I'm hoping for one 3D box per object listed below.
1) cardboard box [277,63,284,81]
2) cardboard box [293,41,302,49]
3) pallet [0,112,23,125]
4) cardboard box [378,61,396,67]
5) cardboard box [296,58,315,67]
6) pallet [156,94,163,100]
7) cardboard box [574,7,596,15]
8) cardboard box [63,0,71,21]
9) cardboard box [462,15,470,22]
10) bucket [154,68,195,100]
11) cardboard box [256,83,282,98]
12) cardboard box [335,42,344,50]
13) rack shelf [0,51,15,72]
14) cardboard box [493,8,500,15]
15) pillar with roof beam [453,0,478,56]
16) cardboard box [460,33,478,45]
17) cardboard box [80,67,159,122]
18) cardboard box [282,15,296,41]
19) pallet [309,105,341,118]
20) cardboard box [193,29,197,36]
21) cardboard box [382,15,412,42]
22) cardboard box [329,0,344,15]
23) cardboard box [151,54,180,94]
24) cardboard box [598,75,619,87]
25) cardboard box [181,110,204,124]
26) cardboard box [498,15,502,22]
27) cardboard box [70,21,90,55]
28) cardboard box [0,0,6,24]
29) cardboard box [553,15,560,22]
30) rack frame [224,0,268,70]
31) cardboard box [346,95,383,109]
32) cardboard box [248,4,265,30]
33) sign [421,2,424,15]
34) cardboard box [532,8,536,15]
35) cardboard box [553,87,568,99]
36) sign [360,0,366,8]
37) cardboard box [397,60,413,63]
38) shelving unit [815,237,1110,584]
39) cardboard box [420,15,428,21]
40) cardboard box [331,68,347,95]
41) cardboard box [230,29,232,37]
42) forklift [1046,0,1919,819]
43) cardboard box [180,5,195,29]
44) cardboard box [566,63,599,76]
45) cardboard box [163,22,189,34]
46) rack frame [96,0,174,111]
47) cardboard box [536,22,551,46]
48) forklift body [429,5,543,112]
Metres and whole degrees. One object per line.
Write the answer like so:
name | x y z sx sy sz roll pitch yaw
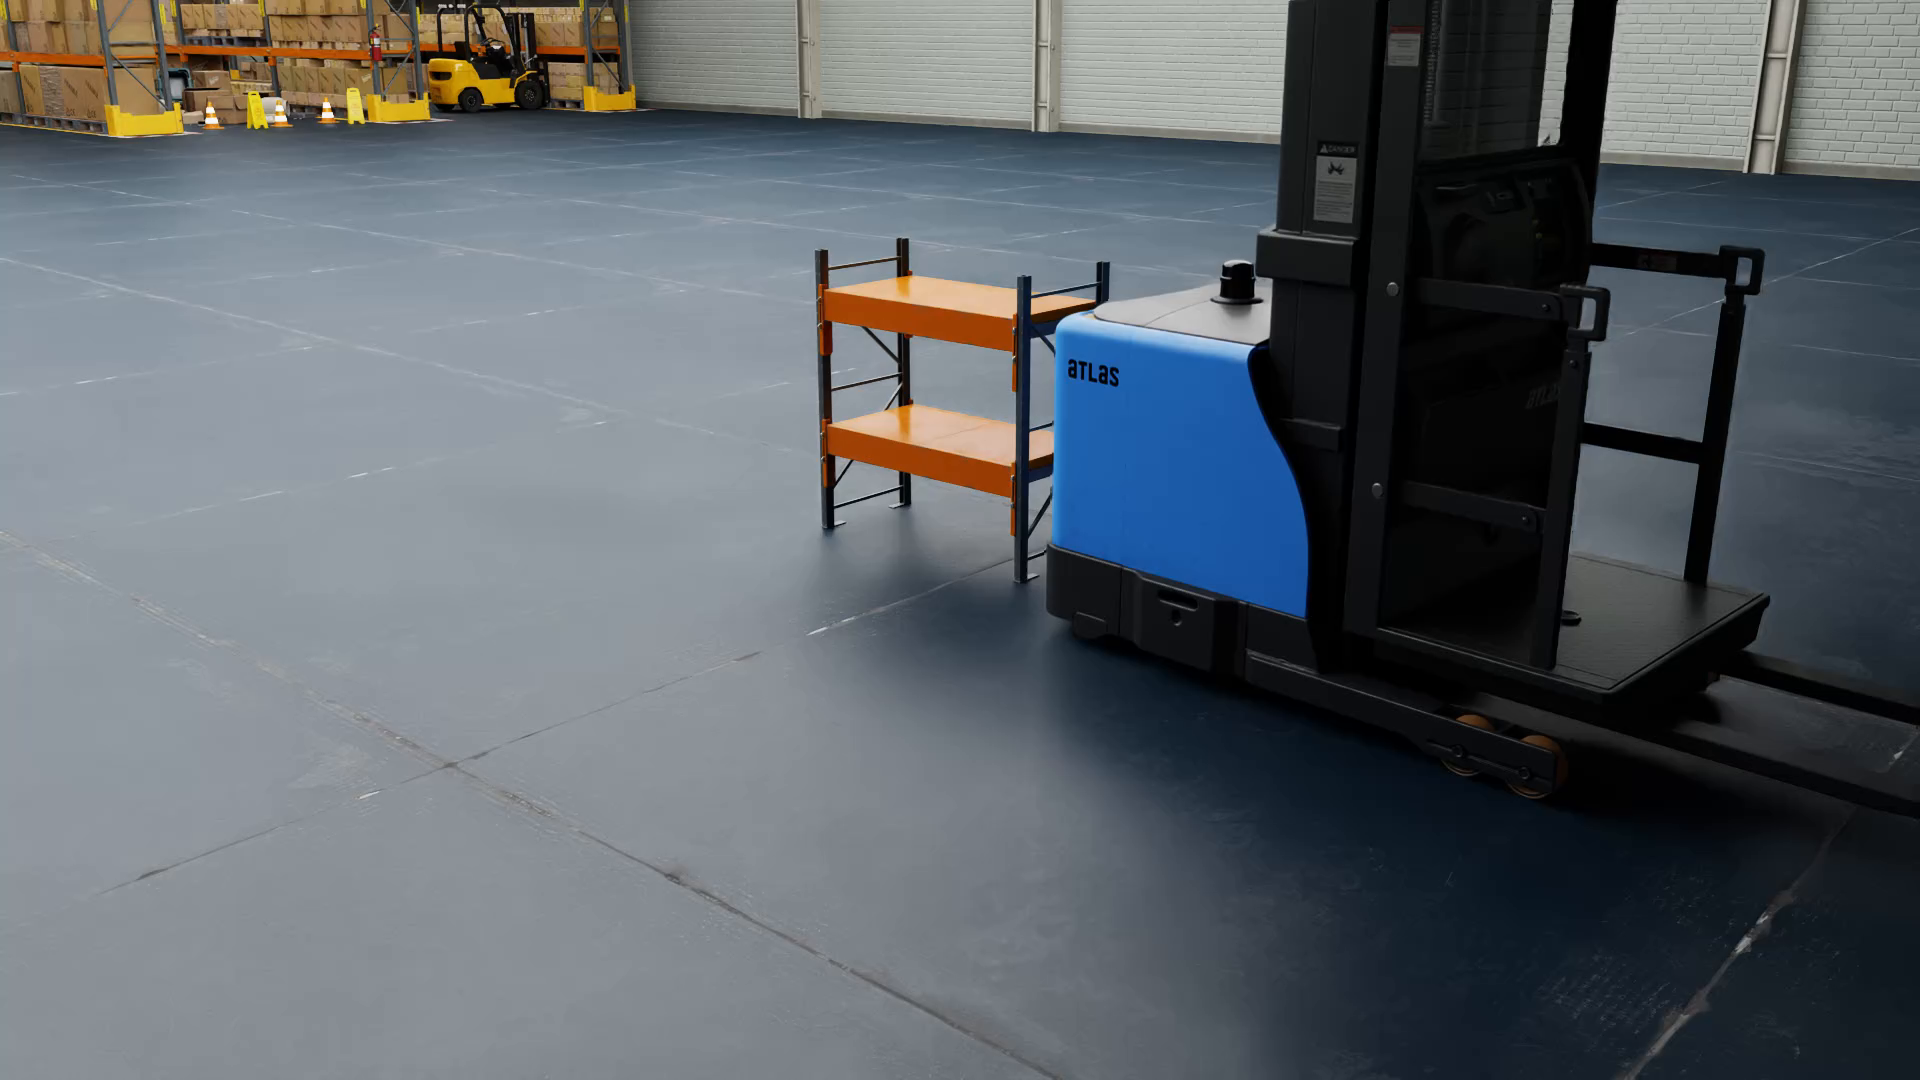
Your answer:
cardboard box | -17.726 -12.391 44.135 0.500 0.500 0.700 14 22 37
cardboard box | -13.200 -9.984 33.527 0.250 0.149 0.380 16 24 41
pallet | -17.664 -8.051 31.631 1.213 0.211 1.003 15 23 39
cardboard box | -14.064 -11.669 40.788 0.250 0.149 0.380 14 22 37
cardboard box | -13.126 -9.618 33.497 0.250 0.149 0.380 16 24 41
pallet | -18.267 -10.277 38.644 1.213 0.211 1.003 15 23 39
cardboard box | -7.951 -11.226 35.296 0.250 0.149 0.380 15 23 39
cardboard box | -15.098 -9.341 29.054 0.550 0.550 0.875 15 23 39
cardboard box | -11.143 -11.929 38.003 0.250 0.149 0.380 15 23 38
bucket | -15.405 -8.901 32.597 0.726 0.611 0.620 -9 10 -27
cardboard box | -14.221 -9.435 35.032 0.625 0.372 0.950 15 23 40
cardboard box | -11.910 -9.613 32.359 0.250 0.149 0.380 16 23 40
rack shelf | -18.533 -9.301 32.149 4.000 0.370 1.077 15 23 39
cardboard box | -10.226 -11.846 37.249 0.250 0.149 0.380 15 23 40
pillar with roof beam | -14.811 -14.137 36.280 0.400 9.000 9.100 15 23 39
cardboard box | -11.085 -11.477 38.064 0.500 0.250 0.500 16 23 40
cardboard box | -14.596 -7.748 28.884 0.875 0.875 0.875 15 23 40
cardboard box | -13.292 -10.325 33.529 0.500 0.500 0.500 15 23 39
pallet | -12.384 -8.681 33.618 1.213 0.211 1.003 15 23 39
cardboard box | -16.510 -11.094 36.332 0.250 0.149 0.380 13 22 36
cardboard box | -11.005 -9.927 32.274 0.500 0.500 0.500 15 23 38
cardboard box | -11.736 -10.402 32.119 0.500 0.500 0.700 15 23 40
cardboard box | -17.944 -10.710 38.220 0.875 0.875 0.875 15 23 40
cardboard box | -7.757 -9.972 36.100 0.500 0.250 0.500 16 23 40
cardboard box | -14.529 -8.011 31.414 0.396 0.266 0.258 -13 22 -36
cardboard box | -10.063 -11.642 37.098 0.250 0.149 0.380 15 23 39
cardboard box | -14.779 -8.680 28.756 0.550 0.550 0.875 15 23 39
cardboard box | -17.412 -9.865 30.918 0.500 0.500 0.700 15 23 38
cardboard box | -8.531 -11.229 35.797 0.250 0.149 0.380 15 23 39
rack frame | -19.510 -13.916 45.500 0.127 3.000 1.000 15 23 39
cardboard box | -11.636 -8.575 32.524 0.500 0.250 0.500 15 23 39
cardboard box | -14.325 -10.813 34.373 0.500 0.500 0.500 15 23 38
sign | -13.161 -12.987 40.662 0.005 0.325 0.100 15 23 39
cardboard box | -9.102 -11.533 36.262 0.250 0.149 0.380 15 23 40
cardboard box | -8.470 -9.717 36.124 0.500 0.250 0.500 15 23 39
sign | -11.218 -10.160 31.231 0.005 0.325 0.100 15 23 39
cardboard box | -13.710 -11.802 41.208 0.250 0.149 0.380 17 24 42
shelving unit | -0.005 -0.538 6.446 1.048 1.125 0.538 15 23 39
cardboard box | -12.511 -12.279 39.105 0.250 0.149 0.380 16 23 40
cardboard box | -12.000 -9.032 32.725 0.500 0.500 0.500 16 24 41
cardboard box | -15.277 -10.788 35.366 0.250 0.149 0.380 14 22 37
forklift | 1.690 -0.883 4.548 3.031 2.935 1.130 17 24 42
cardboard box | -16.636 -11.432 36.325 0.500 0.500 0.500 14 22 38
cardboard box | -8.095 -10.091 35.648 0.500 0.250 0.500 16 24 41
cardboard box | -17.350 -11.392 36.971 0.500 0.250 0.500 15 23 39
rack frame | -14.045 -8.439 28.244 0.127 3.000 1.000 15 23 39
cardboard box | -8.851 -10.999 36.146 0.500 0.500 0.500 14 23 38
forklift body | -10.172 -10.266 35.405 1.214 2.155 2.313 15 23 39
